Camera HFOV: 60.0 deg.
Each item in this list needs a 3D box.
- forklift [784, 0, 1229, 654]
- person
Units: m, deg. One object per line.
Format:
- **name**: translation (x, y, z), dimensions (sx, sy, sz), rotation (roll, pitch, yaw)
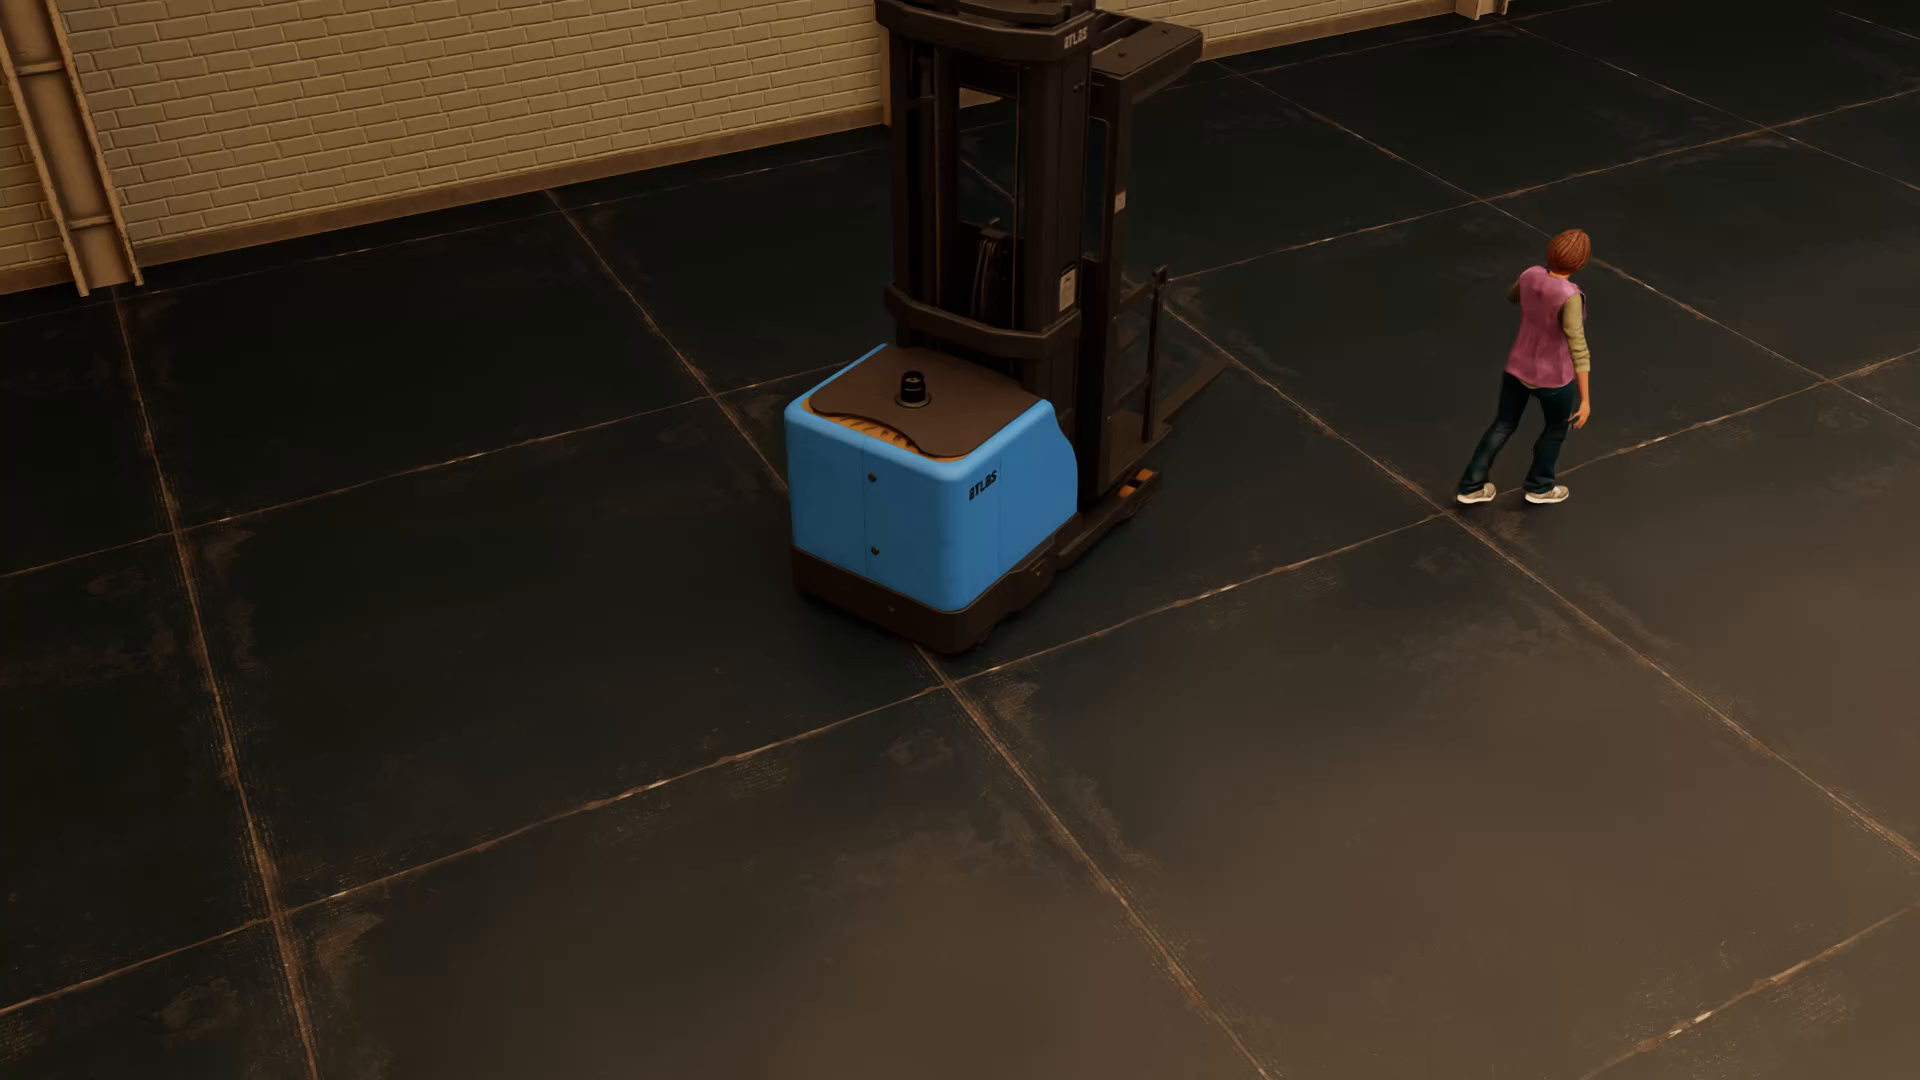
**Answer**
- **forklift**: translation (0.432, -1.467, 8.199), dimensions (1.130, 2.935, 3.031), rotation (22, 41, 28)
- **person**: translation (2.989, -0.845, 8.508), dimensions (0.703, 1.579, 0.812), rotation (-20, 40, -26)
